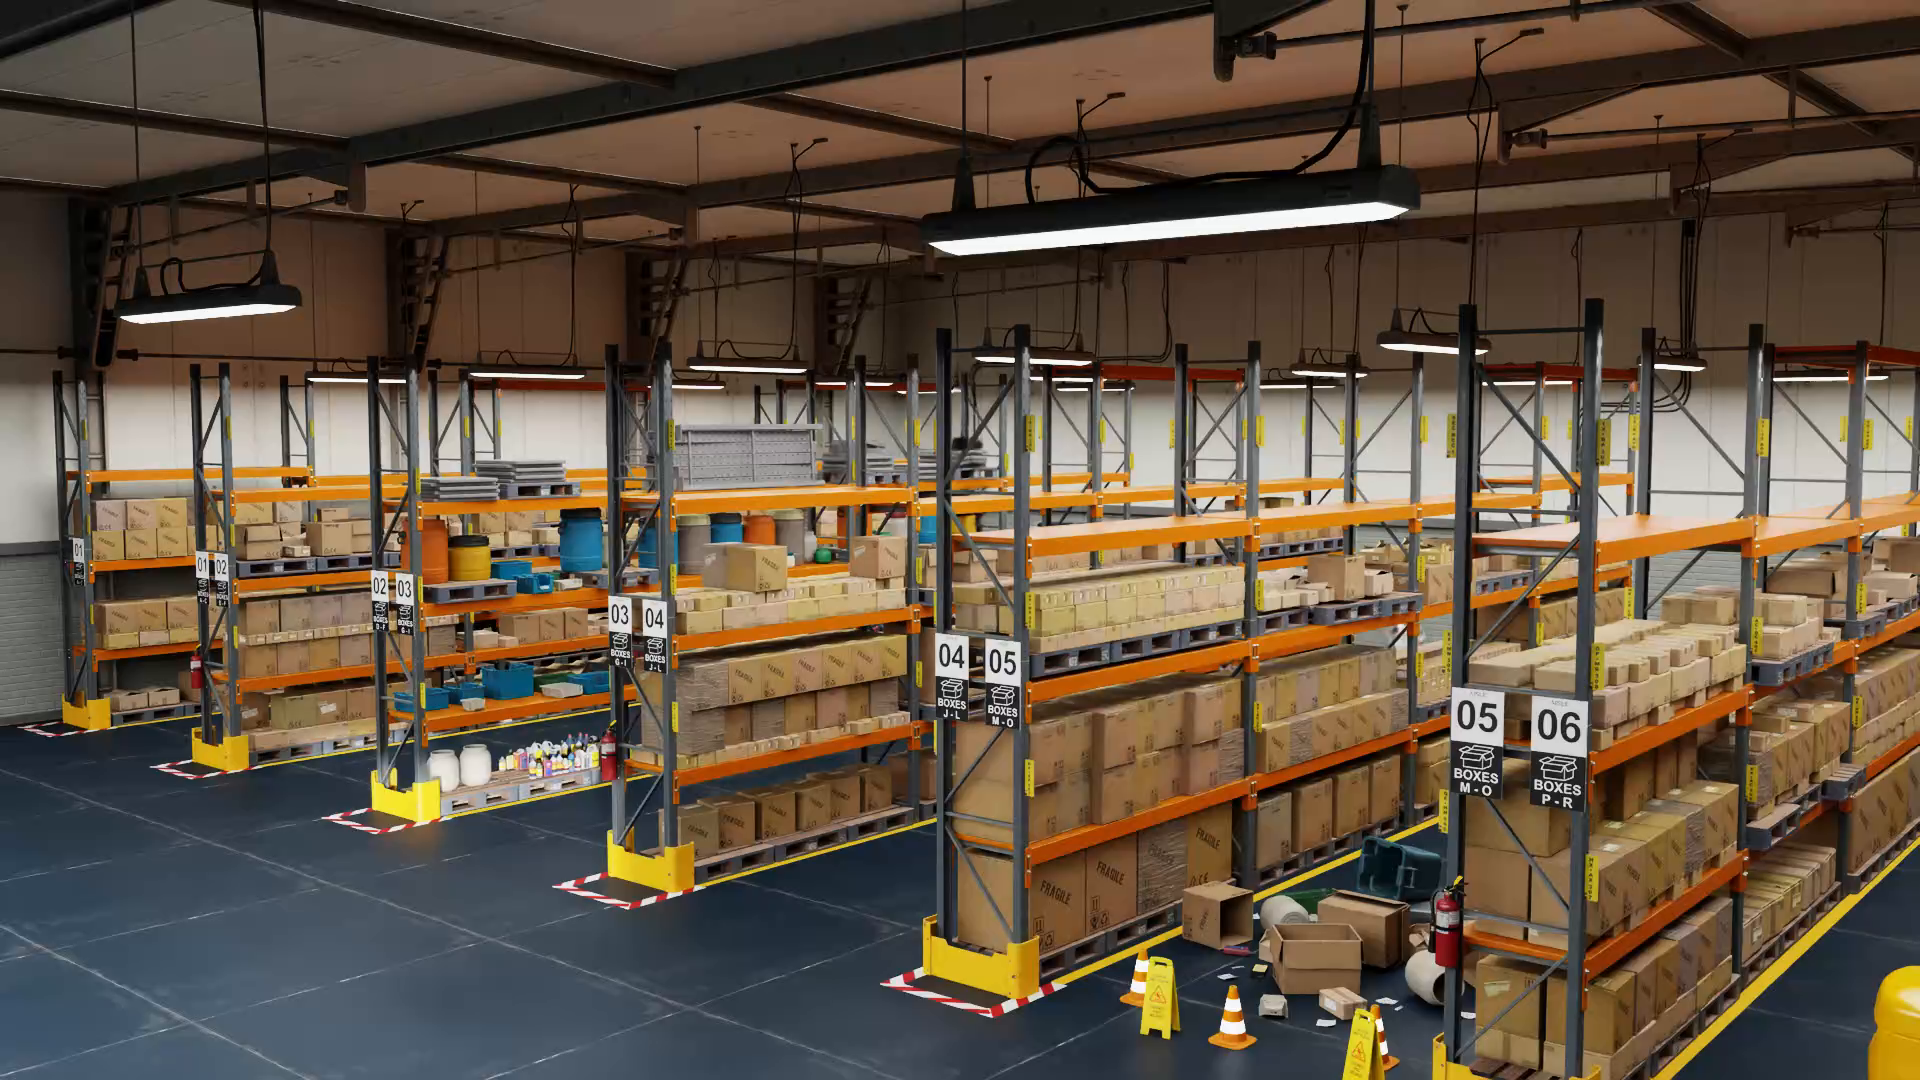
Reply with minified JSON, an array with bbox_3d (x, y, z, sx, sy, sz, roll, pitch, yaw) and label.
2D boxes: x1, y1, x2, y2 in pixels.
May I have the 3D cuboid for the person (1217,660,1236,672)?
[{"bbox_3d":[4.108,2.501,25.277,0.858,1.644,0.599,-4,6,-42],"label":"person"}]

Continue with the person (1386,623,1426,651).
[{"bbox_3d":[8.214,2.080,30.543,0.697,1.767,0.933,0,4,0],"label":"person"}]
